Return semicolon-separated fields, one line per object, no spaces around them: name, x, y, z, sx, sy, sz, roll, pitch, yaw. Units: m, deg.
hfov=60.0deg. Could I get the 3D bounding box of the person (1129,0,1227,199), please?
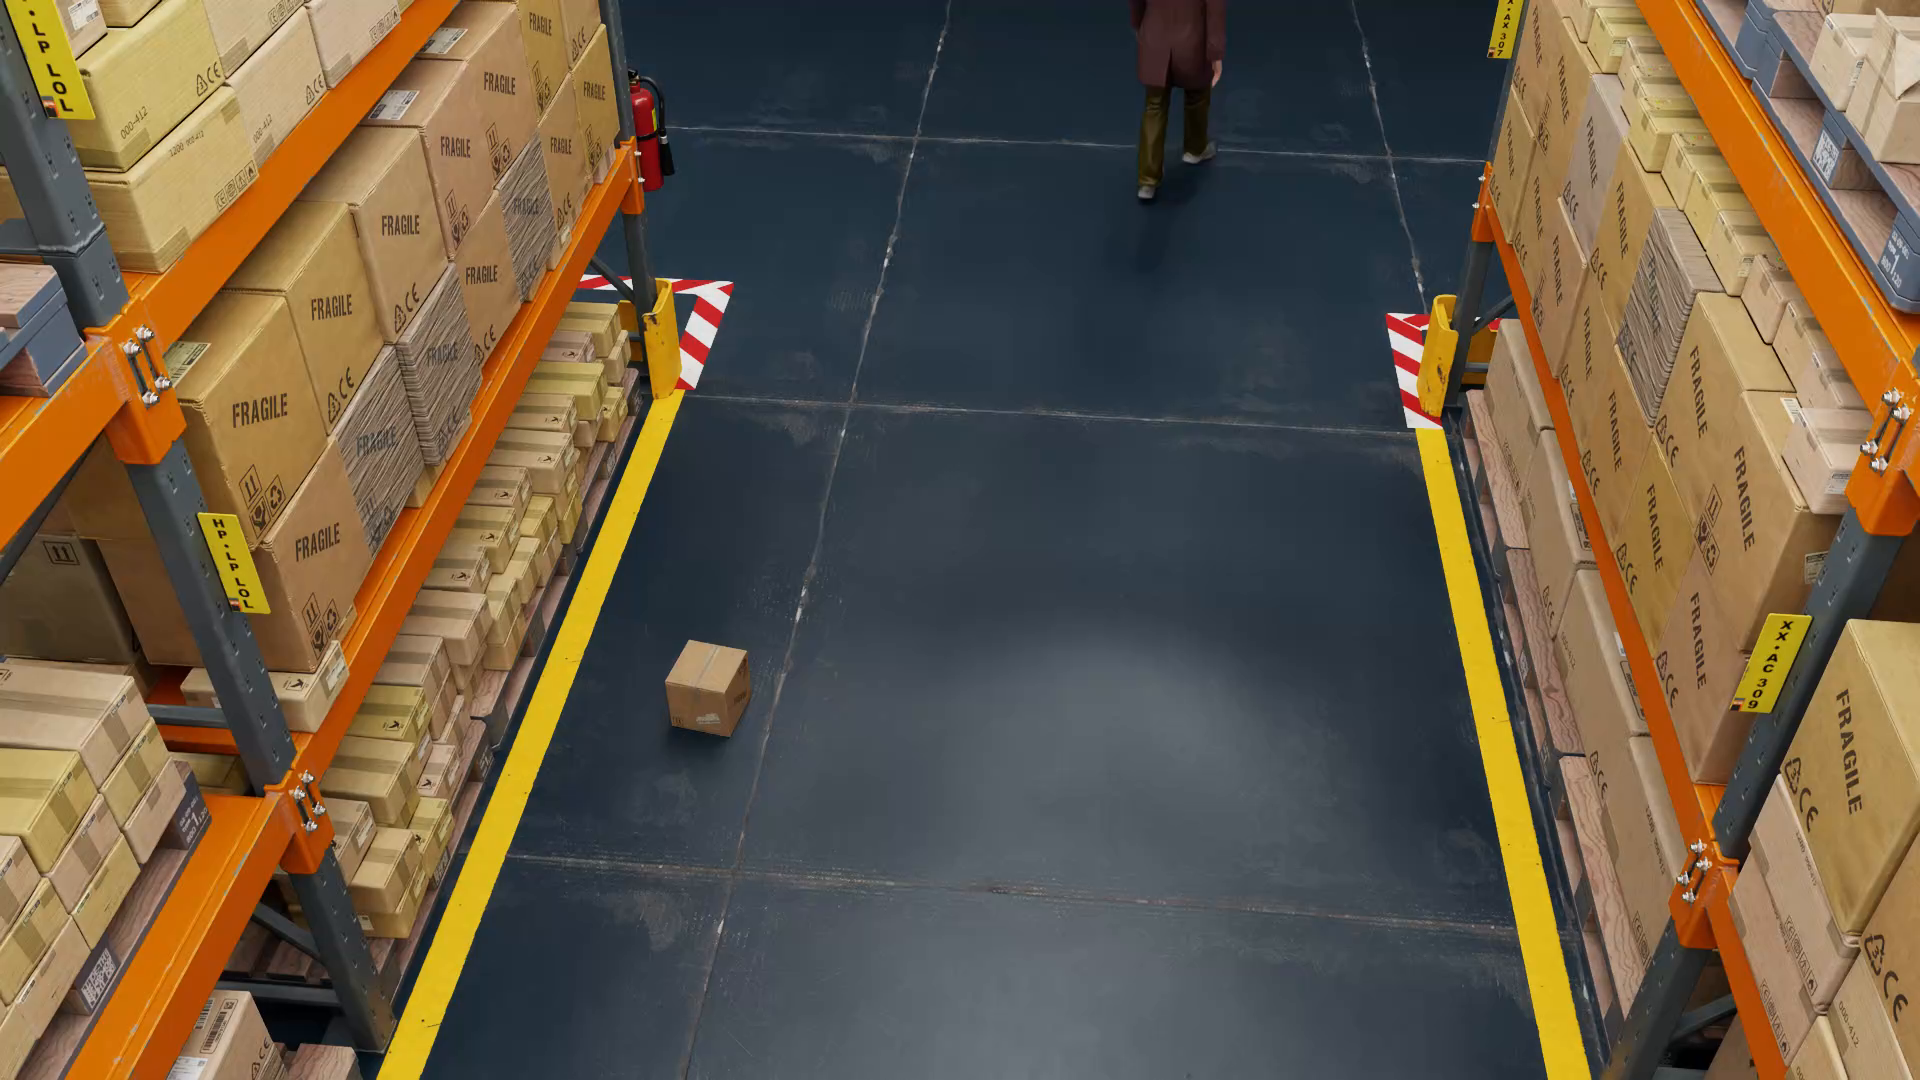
person;1.288;-2.943;9.710;0.614;1.767;0.851;11;41;13
